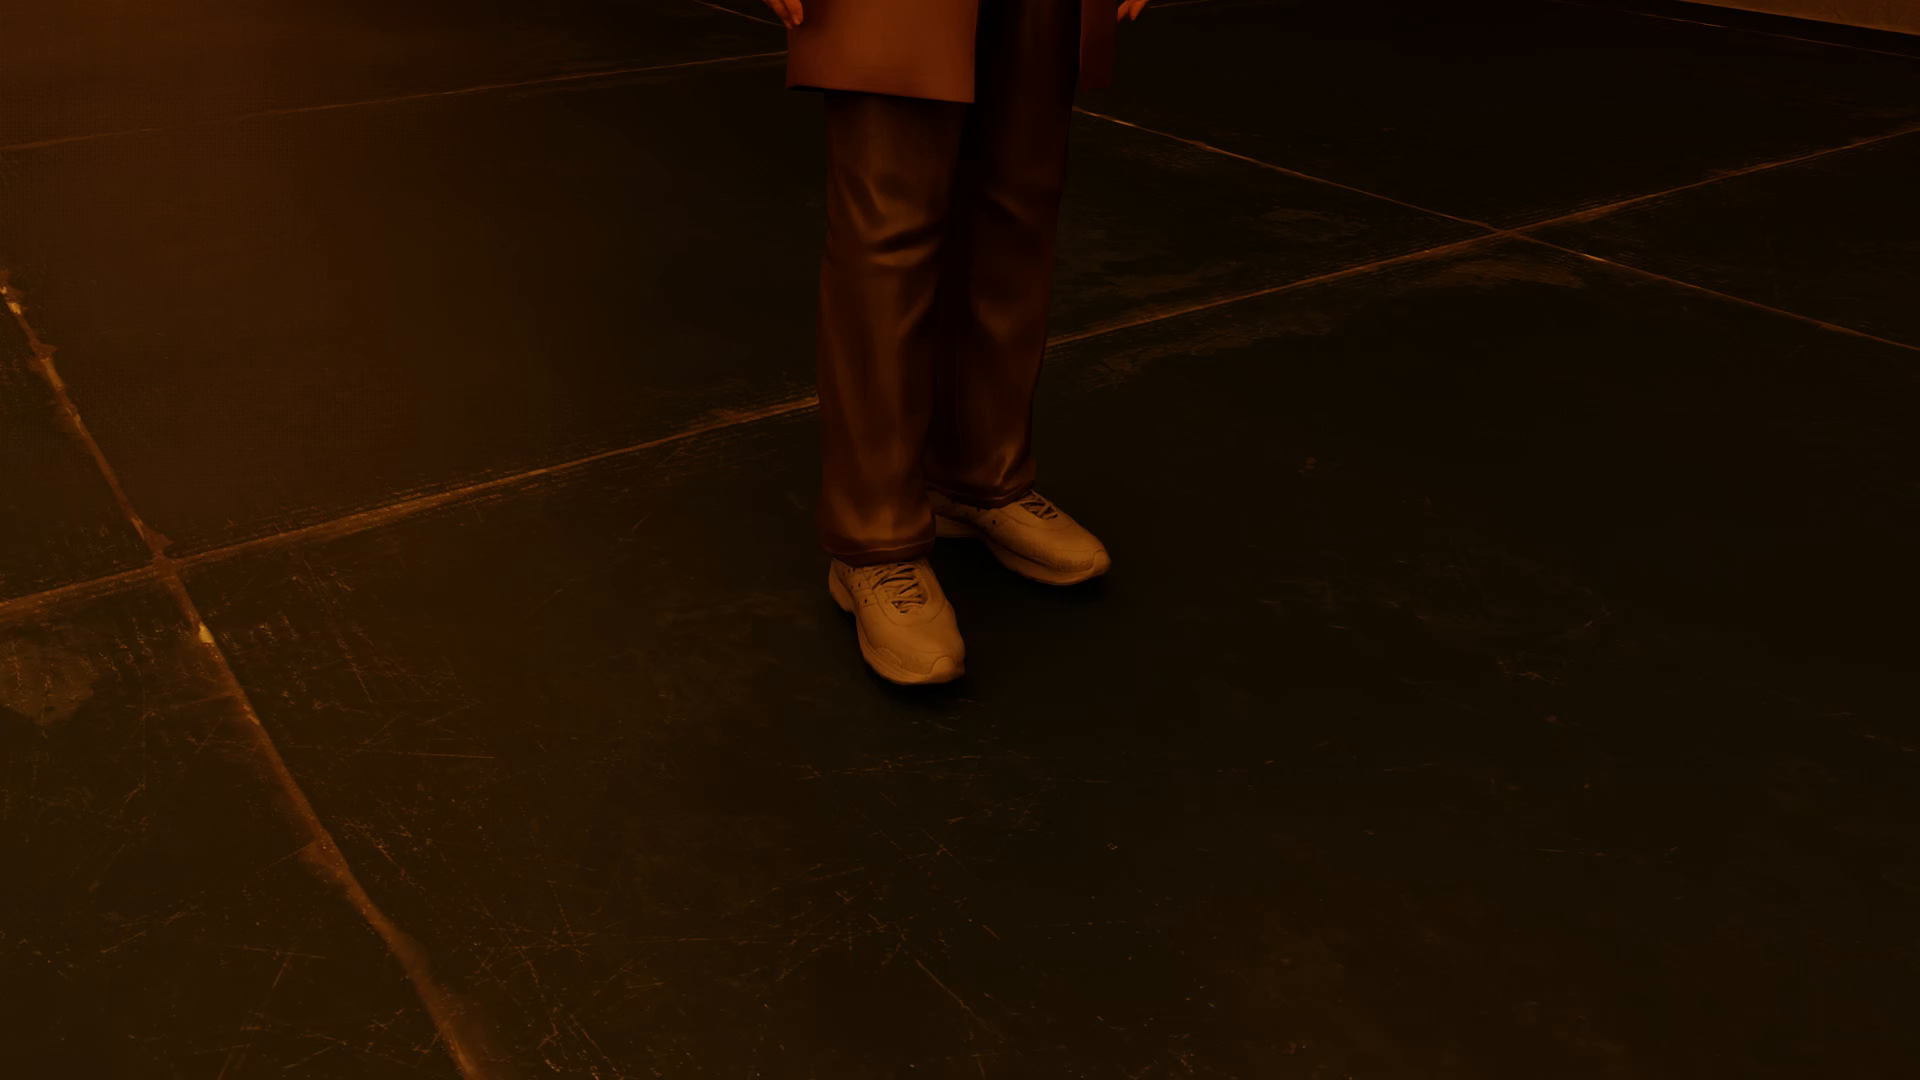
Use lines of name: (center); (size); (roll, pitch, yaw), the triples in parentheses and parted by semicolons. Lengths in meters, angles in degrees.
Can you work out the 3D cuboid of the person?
person: (0.049, -0.766, 2.029); (0.698, 1.777, 0.579); (-17, 31, -31)
